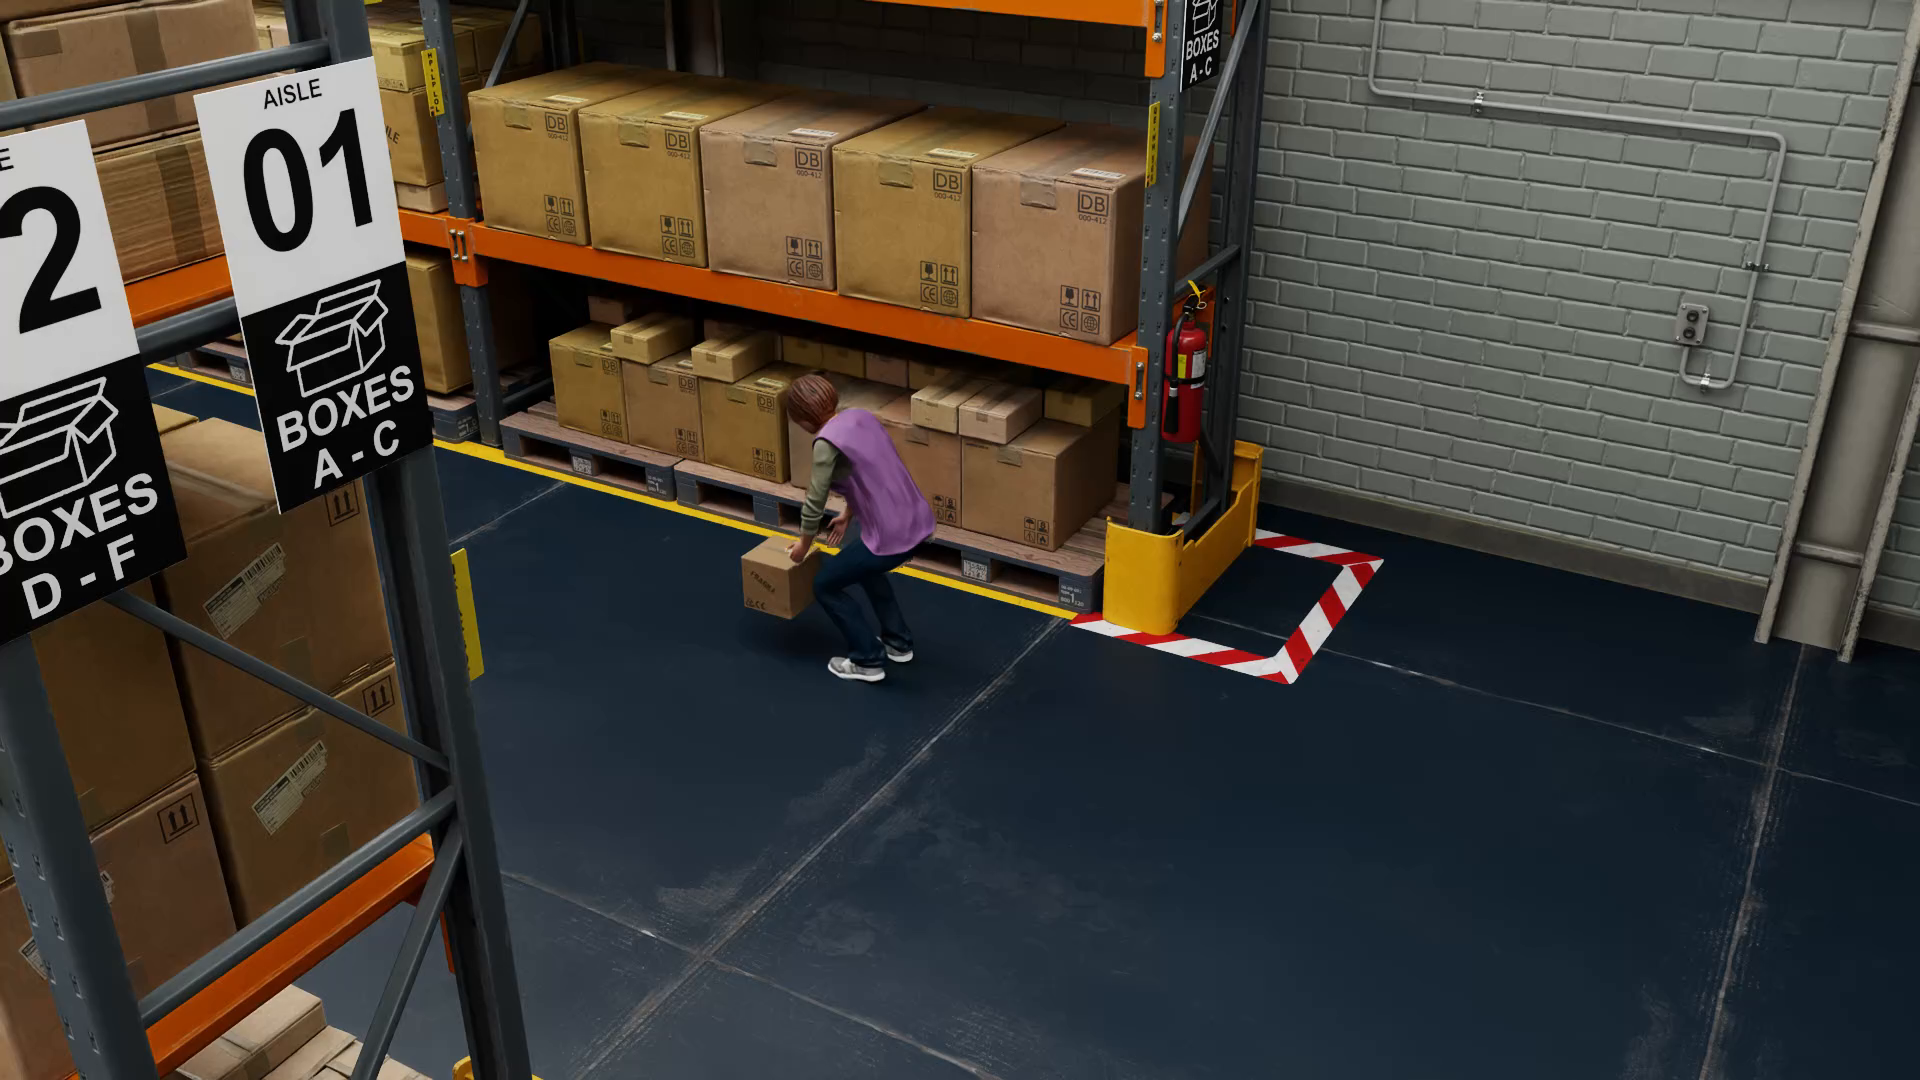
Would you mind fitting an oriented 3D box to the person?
[{"bbox_3d":[-0.429,-0.022,6.997,0.639,1.310,0.462,15,30,26],"label":"person"}]
